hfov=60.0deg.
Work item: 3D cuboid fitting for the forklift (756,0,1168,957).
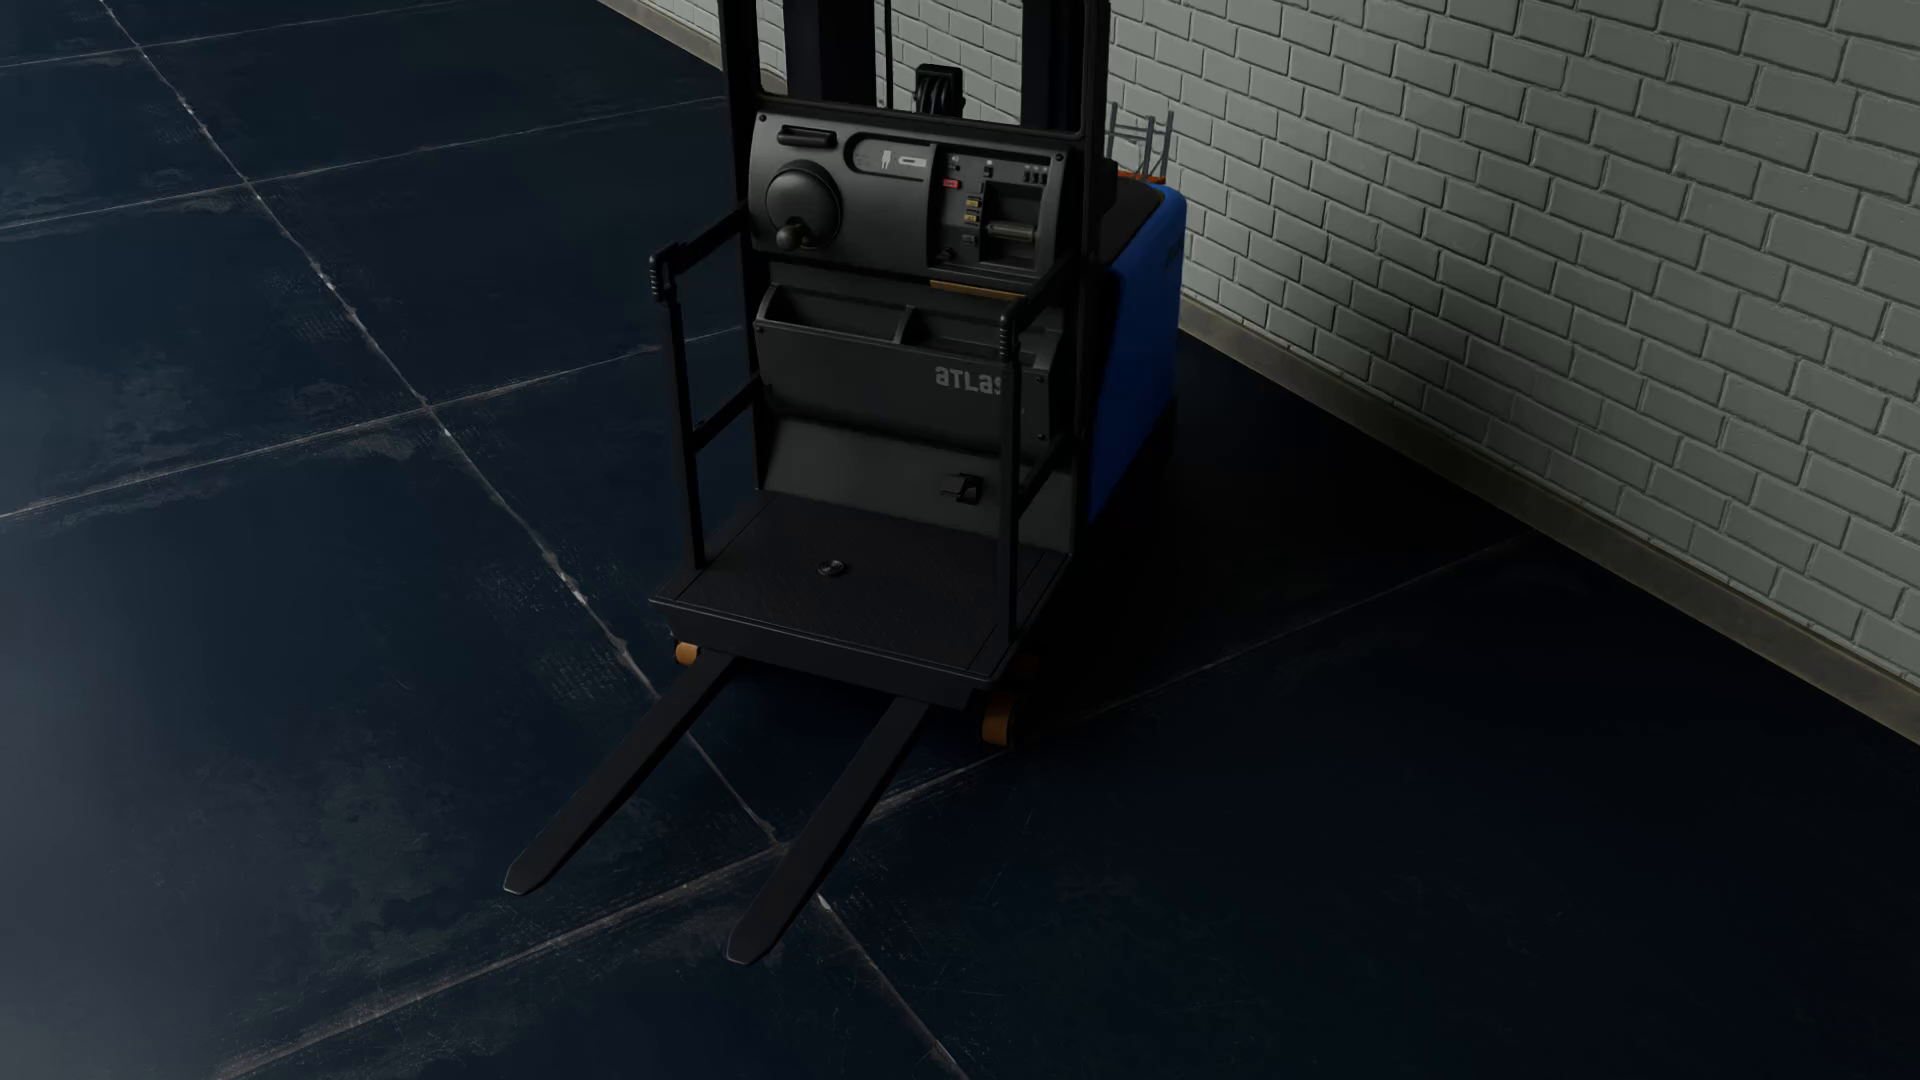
[{"bbox_3d":[0.011,-0.908,4.442,1.130,2.935,3.031,-1,32,-1],"label":"forklift"}]
